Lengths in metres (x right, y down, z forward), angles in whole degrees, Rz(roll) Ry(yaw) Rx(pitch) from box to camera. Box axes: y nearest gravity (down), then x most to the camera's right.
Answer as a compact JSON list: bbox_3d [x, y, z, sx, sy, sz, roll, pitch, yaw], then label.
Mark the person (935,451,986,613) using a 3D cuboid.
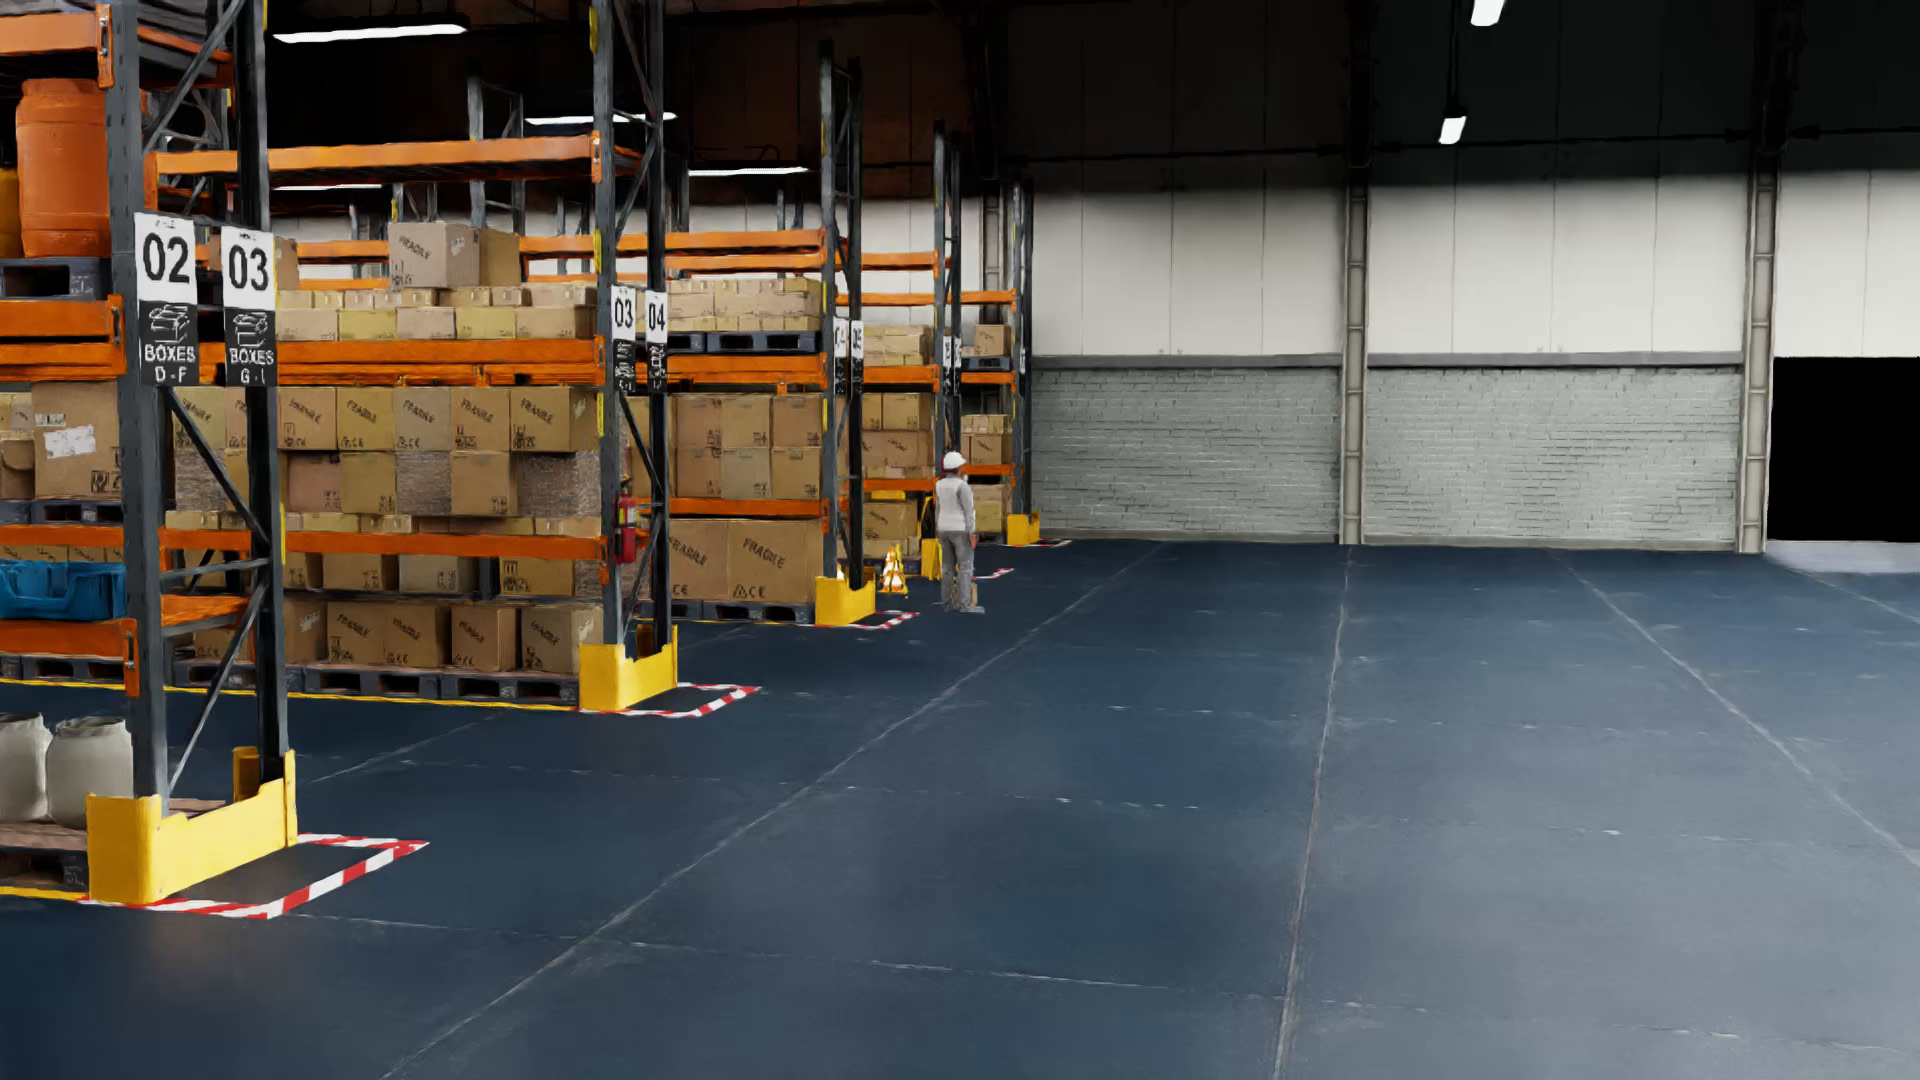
[{"bbox_3d":[-0.023,-0.091,18.370,0.637,1.782,0.365,4,6,42],"label":"person"}]
